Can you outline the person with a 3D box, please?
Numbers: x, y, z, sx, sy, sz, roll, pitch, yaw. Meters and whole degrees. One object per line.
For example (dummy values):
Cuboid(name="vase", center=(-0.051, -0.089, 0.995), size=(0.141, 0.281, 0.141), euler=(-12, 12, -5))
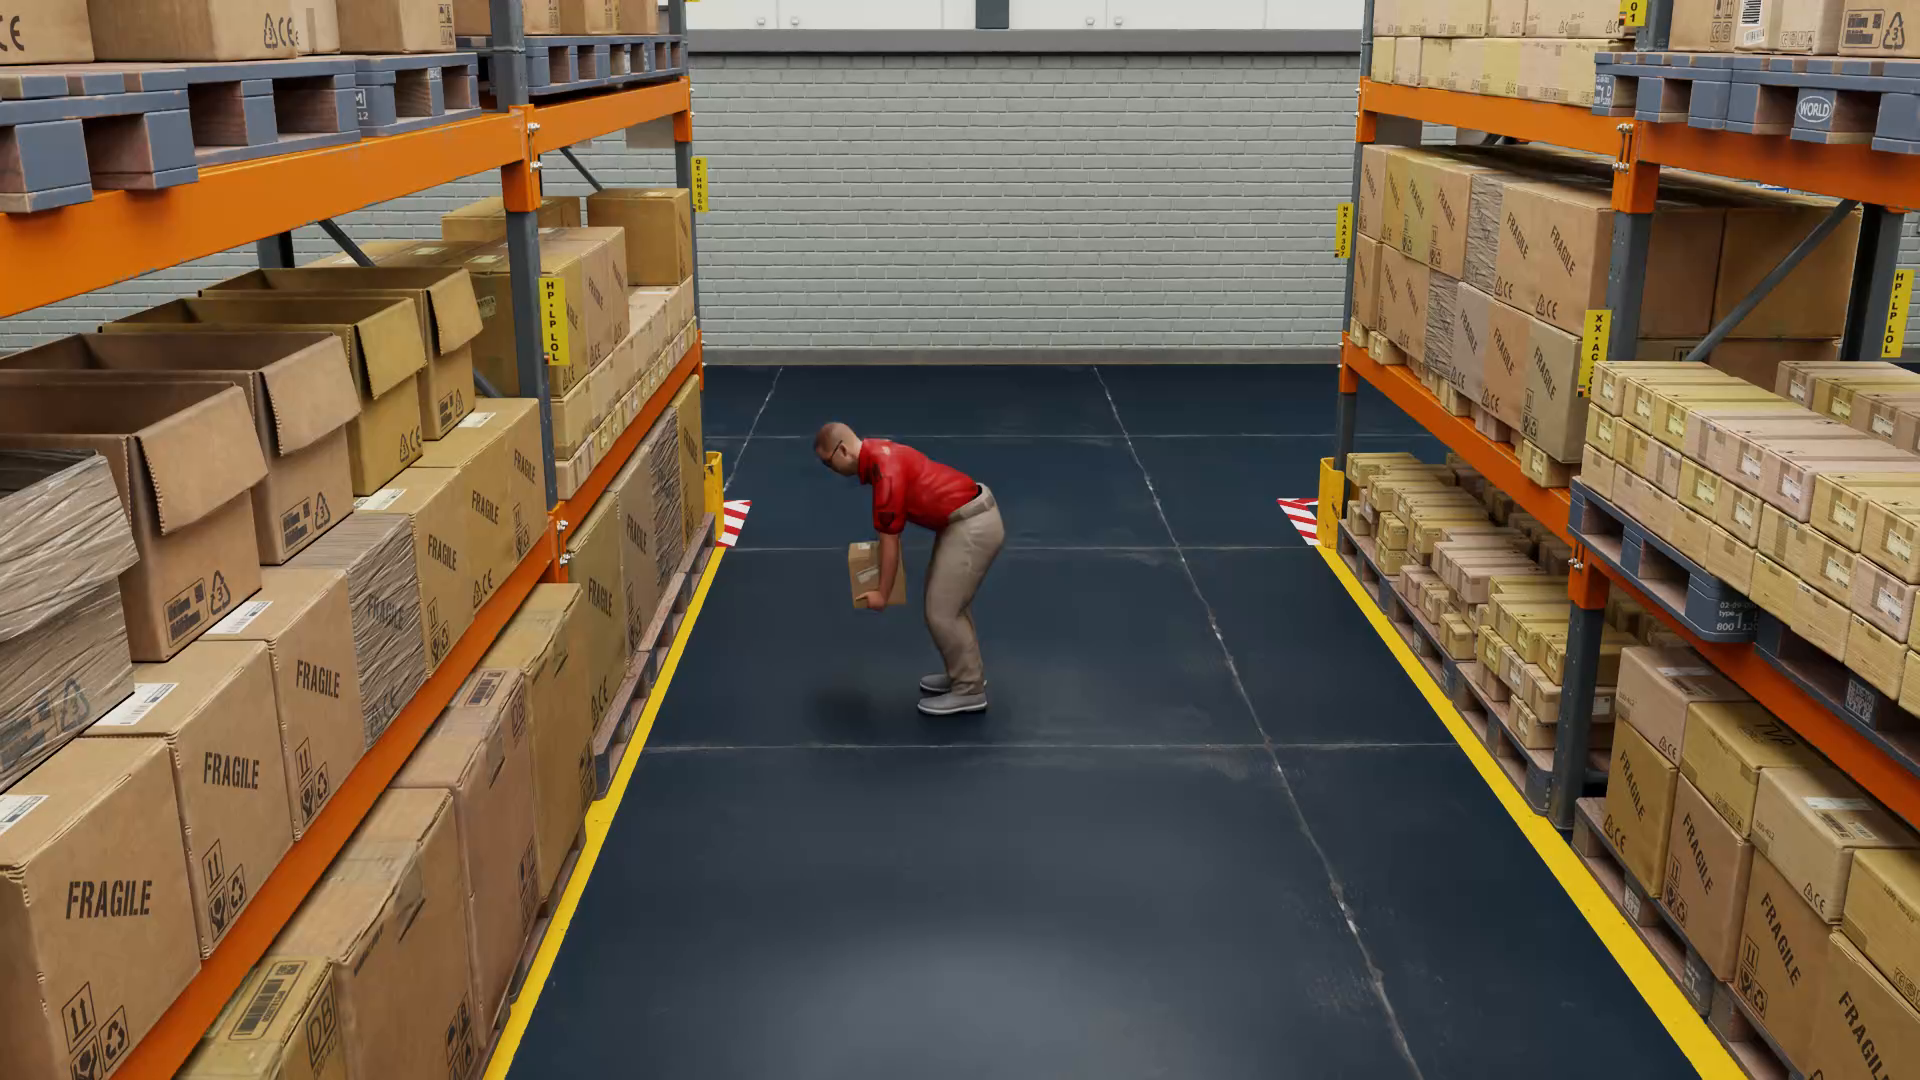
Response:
Cuboid(name="person", center=(-0.231, 0.121, 7.816), size=(0.876, 1.363, 0.473), euler=(-1, 17, -2))
